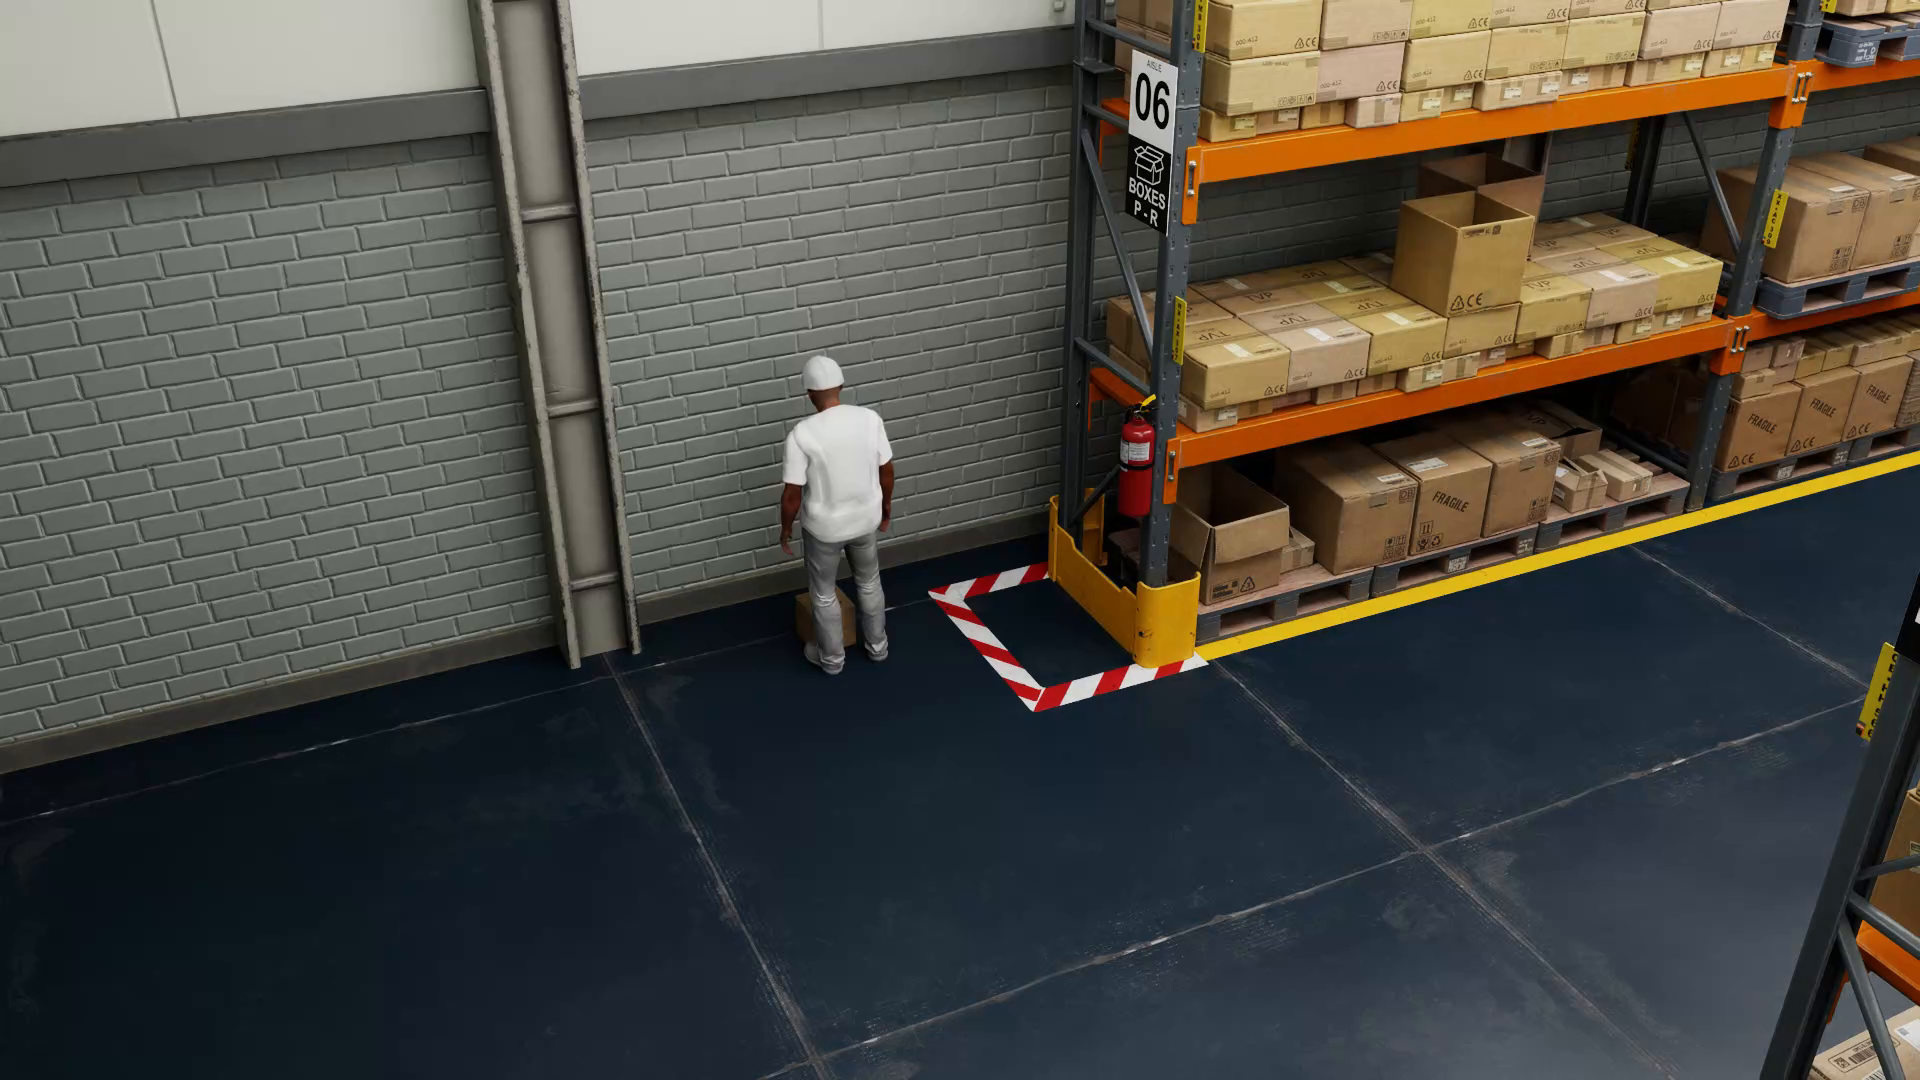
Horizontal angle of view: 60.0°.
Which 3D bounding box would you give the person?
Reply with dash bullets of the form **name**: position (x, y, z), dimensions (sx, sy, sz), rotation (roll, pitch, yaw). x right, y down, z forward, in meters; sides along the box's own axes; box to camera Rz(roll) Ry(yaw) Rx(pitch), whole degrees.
- **person**: position (-0.638, -0.119, 8.651), dimensions (0.638, 1.757, 0.459), rotation (-14, 32, -23)
